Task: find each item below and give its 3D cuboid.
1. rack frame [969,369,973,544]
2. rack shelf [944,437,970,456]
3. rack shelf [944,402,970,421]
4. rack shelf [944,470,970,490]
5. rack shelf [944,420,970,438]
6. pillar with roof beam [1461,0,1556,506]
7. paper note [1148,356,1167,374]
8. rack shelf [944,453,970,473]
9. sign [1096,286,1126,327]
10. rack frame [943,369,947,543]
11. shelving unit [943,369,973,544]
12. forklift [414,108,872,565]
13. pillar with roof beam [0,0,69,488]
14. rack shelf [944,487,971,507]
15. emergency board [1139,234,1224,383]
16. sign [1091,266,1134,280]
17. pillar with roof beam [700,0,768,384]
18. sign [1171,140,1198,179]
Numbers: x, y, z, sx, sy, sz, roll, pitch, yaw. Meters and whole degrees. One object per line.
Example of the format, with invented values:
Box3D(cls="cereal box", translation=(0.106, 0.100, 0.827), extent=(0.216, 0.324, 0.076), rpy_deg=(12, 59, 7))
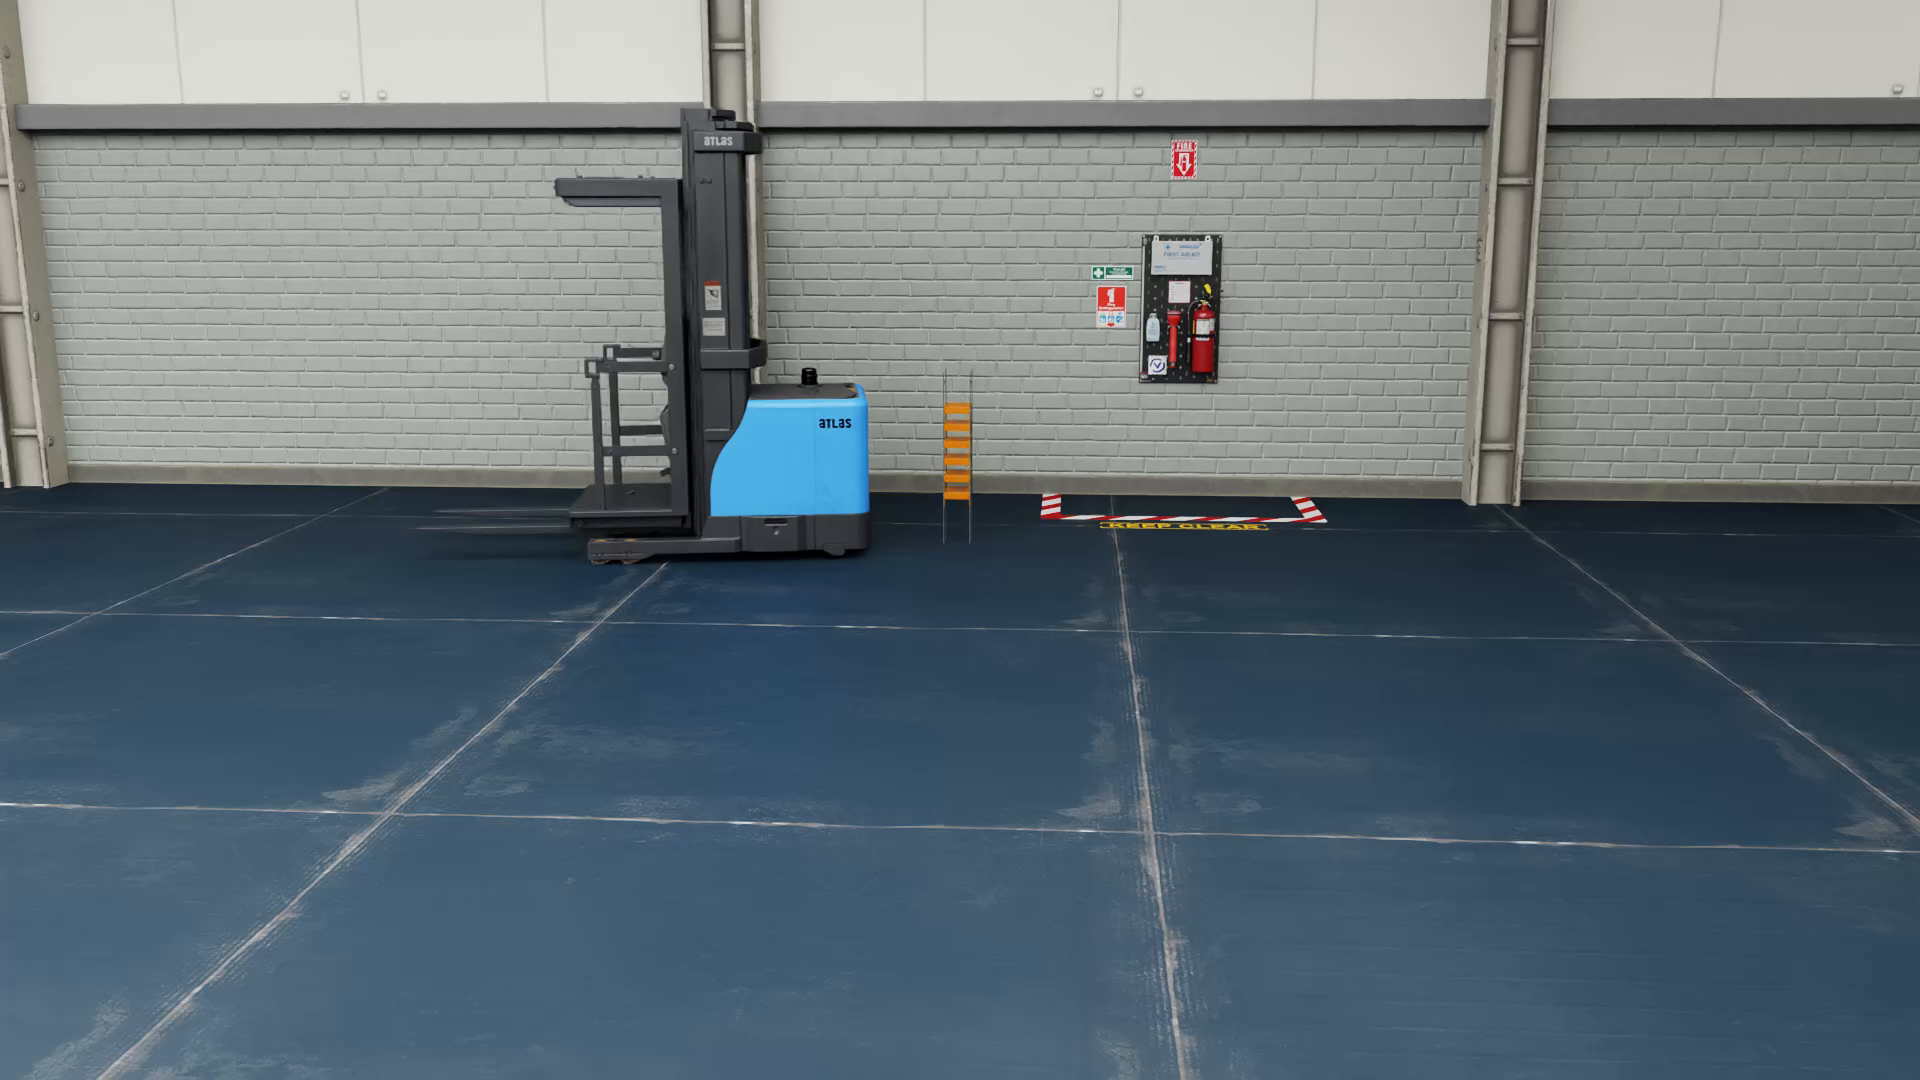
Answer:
Box3D(cls="rack frame", translation=(0.077, -0.586, 11.640), extent=(0.006, 1.200, 0.240), rpy_deg=(1, 12, 4))
Box3D(cls="rack shelf", translation=(-0.014, -0.661, 11.631), extent=(0.180, 0.103, 0.258), rpy_deg=(1, 12, 4))
Box3D(cls="rack shelf", translation=(-0.014, -0.896, 11.582), extent=(0.180, 0.103, 0.258), rpy_deg=(1, 12, 4))
Box3D(cls="rack shelf", translation=(-0.014, -0.427, 11.680), extent=(0.180, 0.103, 0.258), rpy_deg=(1, 12, 4))
Box3D(cls="rack shelf", translation=(-0.014, -0.779, 11.606), extent=(0.180, 0.103, 0.258), rpy_deg=(1, 12, 4))
Box3D(cls="pillar with roof beam", translation=(3.924, -3.827, 8.084), extent=(0.400, 9.000, 9.100), rpy_deg=(1, 12, 4))
Box3D(cls="paper note", translation=(1.576, -1.397, 13.271), extent=(0.142, 0.148, 0.016), rpy_deg=(1, 12, 4))
Box3D(cls="rack shelf", translation=(-0.014, -0.544, 11.655), extent=(0.180, 0.103, 0.258), rpy_deg=(1, 12, 4))
Box3D(cls="sign", translation=(1.204, -1.858, 13.235), extent=(0.234, 0.329, 0.001), rpy_deg=(1, 12, 4))
Box3D(cls="rack frame", translation=(-0.106, -0.589, 11.652), extent=(0.006, 1.200, 0.240), rpy_deg=(1, 12, 4))
Box3D(cls="shelving unit", translation=(-0.014, -0.587, 11.646), extent=(0.189, 1.200, 0.258), rpy_deg=(1, 12, 4))
Box3D(cls="forklift", translation=(-2.143, -1.384, 11.228), extent=(3.031, 2.935, 1.130), rpy_deg=(-1, 12, -5))
Box3D(cls="pillar with roof beam", translation=(-8.049, -3.991, 8.869), extent=(0.400, 9.000, 9.100), rpy_deg=(1, 12, 4))
Box3D(cls="rack shelf", translation=(-0.014, -0.309, 11.704), extent=(0.180, 0.103, 0.258), rpy_deg=(1, 12, 4))
Box3D(cls="emergency board", translation=(1.748, -1.811, 13.102), extent=(0.643, 1.169, 0.194), rpy_deg=(1, 12, 4))
Box3D(cls="sign", translation=(1.208, -2.115, 13.172), extent=(0.331, 0.109, 0.001), rpy_deg=(1, 12, 4))
Box3D(cls="pillar with roof beam", translation=(-2.063, -3.909, 8.477), extent=(0.400, 9.000, 9.100), rpy_deg=(1, 12, 4))
Box3D(cls="sign", translation=(1.747, -2.967, 12.962), extent=(0.199, 0.298, 0.001), rpy_deg=(1, 12, 4))
